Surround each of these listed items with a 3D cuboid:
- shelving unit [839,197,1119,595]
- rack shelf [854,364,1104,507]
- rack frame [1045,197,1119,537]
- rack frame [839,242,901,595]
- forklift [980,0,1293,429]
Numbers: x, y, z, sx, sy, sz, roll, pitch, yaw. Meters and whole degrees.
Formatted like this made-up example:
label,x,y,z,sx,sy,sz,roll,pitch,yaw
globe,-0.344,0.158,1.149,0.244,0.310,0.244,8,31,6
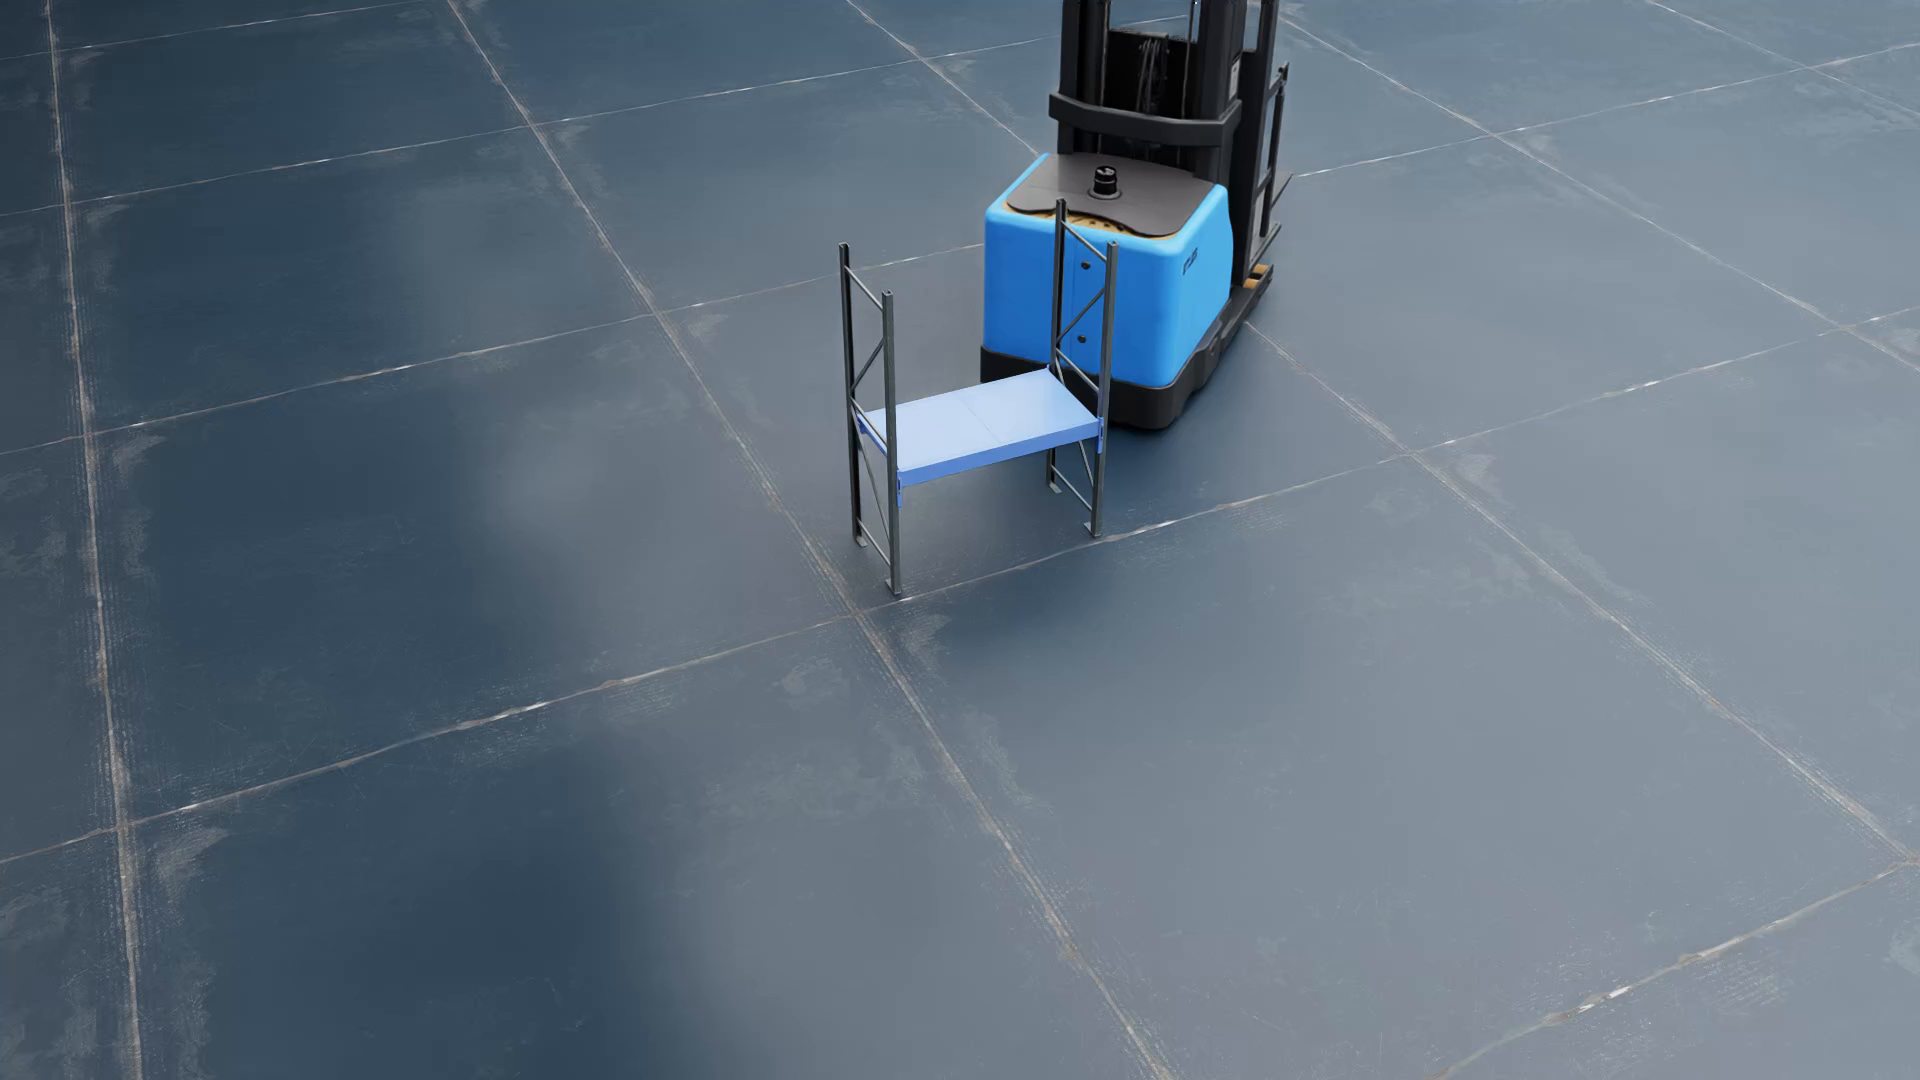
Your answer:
label,x,y,z,sx,sy,sz,roll,pitch,yaw
shelving unit,0.077,-0.624,7.332,1.048,1.500,0.538,-16,39,-20
rack shelf,0.077,-0.480,7.439,1.000,0.185,0.538,-16,39,-20
rack frame,0.537,-0.753,7.506,0.032,1.500,0.500,-16,39,-20
rack frame,-0.383,-0.495,7.159,0.032,1.500,0.500,-16,39,-20
forklift,1.175,-2.607,8.805,1.130,2.935,3.031,15,39,19
